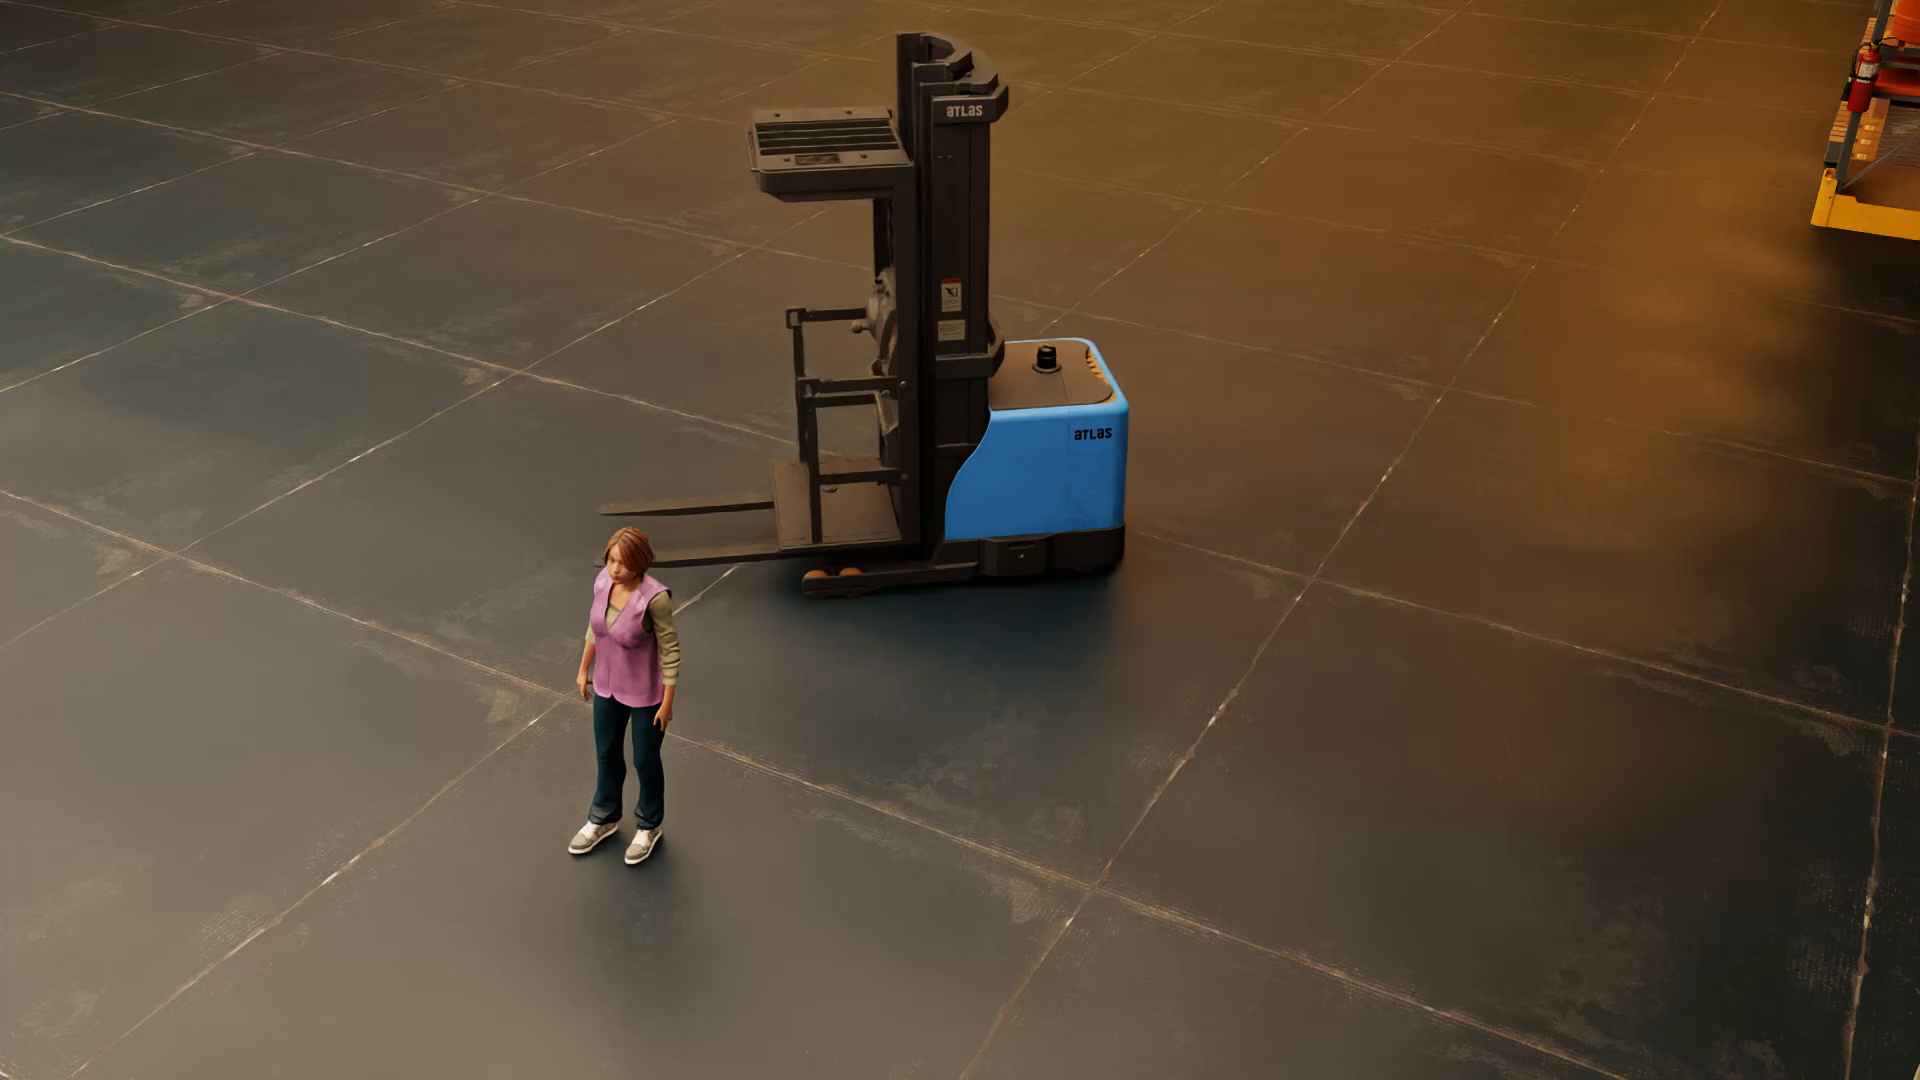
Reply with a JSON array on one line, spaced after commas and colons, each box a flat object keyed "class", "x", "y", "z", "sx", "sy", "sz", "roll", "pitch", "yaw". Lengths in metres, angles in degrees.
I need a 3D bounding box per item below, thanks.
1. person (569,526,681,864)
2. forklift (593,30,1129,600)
[{"class": "person", "x": -1.466, "y": 0.692, "z": 7.202, "sx": 0.504, "sy": 1.605, "sz": 0.454, "roll": 16, "pitch": 34, "yaw": 25}, {"class": "forklift", "x": -0.610, "y": -1.213, "z": 9.173, "sx": 3.031, "sy": 2.935, "sz": 1.130, "roll": -4, "pitch": 30, "yaw": -8}]
